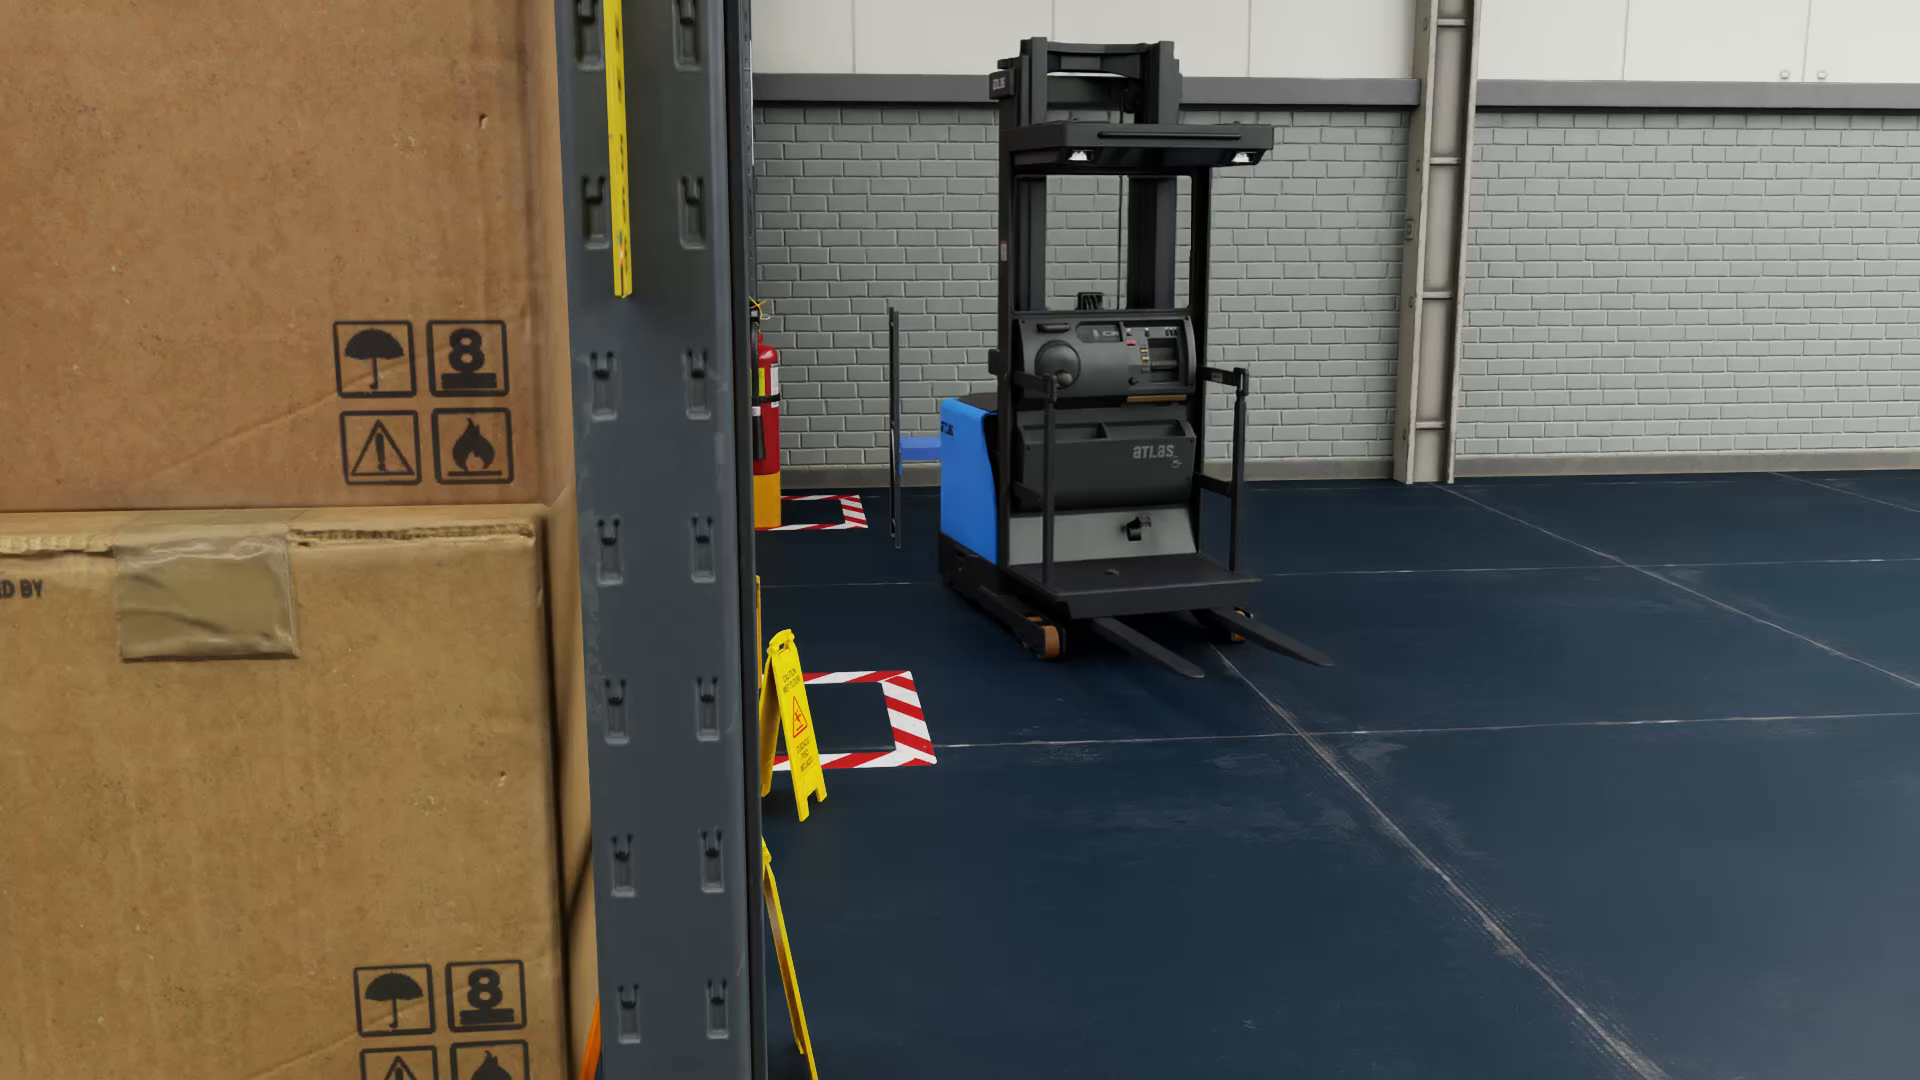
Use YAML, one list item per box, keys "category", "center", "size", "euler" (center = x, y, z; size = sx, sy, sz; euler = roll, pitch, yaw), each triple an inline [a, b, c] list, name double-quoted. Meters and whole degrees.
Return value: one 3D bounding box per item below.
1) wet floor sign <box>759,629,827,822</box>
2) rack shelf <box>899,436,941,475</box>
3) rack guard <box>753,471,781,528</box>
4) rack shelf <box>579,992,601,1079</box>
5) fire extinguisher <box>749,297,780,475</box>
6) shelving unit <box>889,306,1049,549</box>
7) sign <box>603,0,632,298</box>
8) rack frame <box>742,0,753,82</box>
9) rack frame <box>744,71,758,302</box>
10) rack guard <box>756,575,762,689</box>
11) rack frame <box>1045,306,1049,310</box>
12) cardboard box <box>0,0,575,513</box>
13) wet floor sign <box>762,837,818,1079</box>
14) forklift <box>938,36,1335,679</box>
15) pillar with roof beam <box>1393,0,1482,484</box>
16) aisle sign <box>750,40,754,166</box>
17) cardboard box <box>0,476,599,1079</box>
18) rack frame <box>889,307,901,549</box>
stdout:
- category: "wet floor sign"
  center: [-0.632, 0.643, 5.927]
  size: [0.232, 0.644, 0.267]
  euler: [3, 11, 14]
- category: "rack shelf"
  center: [0.085, -0.561, 10.767]
  size: [1.000, 0.185, 0.538]
  euler: [-1, 11, -6]
- category: "rack guard"
  center: [-1.452, -0.440, 11.809]
  size: [0.348, 0.500, 1.175]
  euler: [-1, 11, -6]
- category: "rack shelf"
  center: [-2.290, 0.628, 1.763]
  size: [4.000, 0.370, 1.077]
  euler: [-1, 11, -6]
- category: "fire extinguisher"
  center: [-0.773, -0.590, 6.294]
  size: [0.183, 0.674, 0.296]
  euler: [-1, 11, -6]
- category: "shelving unit"
  center: [0.085, -0.738, 10.732]
  size: [1.048, 1.500, 0.538]
  euler: [-1, 11, -6]
- category: "sign"
  center: [-0.257, -0.347, 1.240]
  size: [0.005, 0.325, 0.100]
  euler: [-1, 11, -6]
- category: "rack frame"
  center: [-1.476, -4.609, 10.987]
  size: [0.127, 3.000, 1.000]
  euler: [-1, 11, -6]
- category: "rack frame"
  center: [-1.476, -1.666, 11.565]
  size: [0.127, 3.000, 1.000]
  euler: [-1, 11, -6]
- category: "rack guard"
  center: [-1.012, 0.514, 6.957]
  size: [0.348, 0.500, 1.175]
  euler: [-1, 11, -6]
- category: "rack frame"
  center: [0.590, -0.748, 10.786]
  size: [0.032, 1.500, 0.500]
  euler: [-1, 11, -6]
- category: "cardboard box"
  center: [-0.675, -0.370, 1.786]
  size: [0.550, 0.550, 0.875]
  euler: [-1, 11, -6]
- category: "wet floor sign"
  center: [-0.487, 1.008, 4.067]
  size: [0.232, 0.644, 0.267]
  euler: [-3, 12, -16]
- category: "forklift"
  center: [0.807, -0.952, 8.112]
  size: [1.130, 2.935, 3.031]
  euler: [-4, 12, -17]
- category: "pillar with roof beam"
  center: [4.164, -4.067, 8.228]
  size: [0.400, 9.000, 9.100]
  euler: [-1, 11, -6]
- category: "aisle sign"
  center: [-1.379, -2.886, 11.035]
  size: [0.004, 0.787, 0.394]
  euler: [-1, 11, -6]
- category: "cardboard box"
  center: [-0.665, 0.176, 1.808]
  size: [0.550, 0.550, 0.875]
  euler: [-1, 11, -6]
- category: "rack frame"
  center: [-0.421, -0.727, 10.678]
  size: [0.032, 1.500, 0.500]
  euler: [-1, 11, -6]
